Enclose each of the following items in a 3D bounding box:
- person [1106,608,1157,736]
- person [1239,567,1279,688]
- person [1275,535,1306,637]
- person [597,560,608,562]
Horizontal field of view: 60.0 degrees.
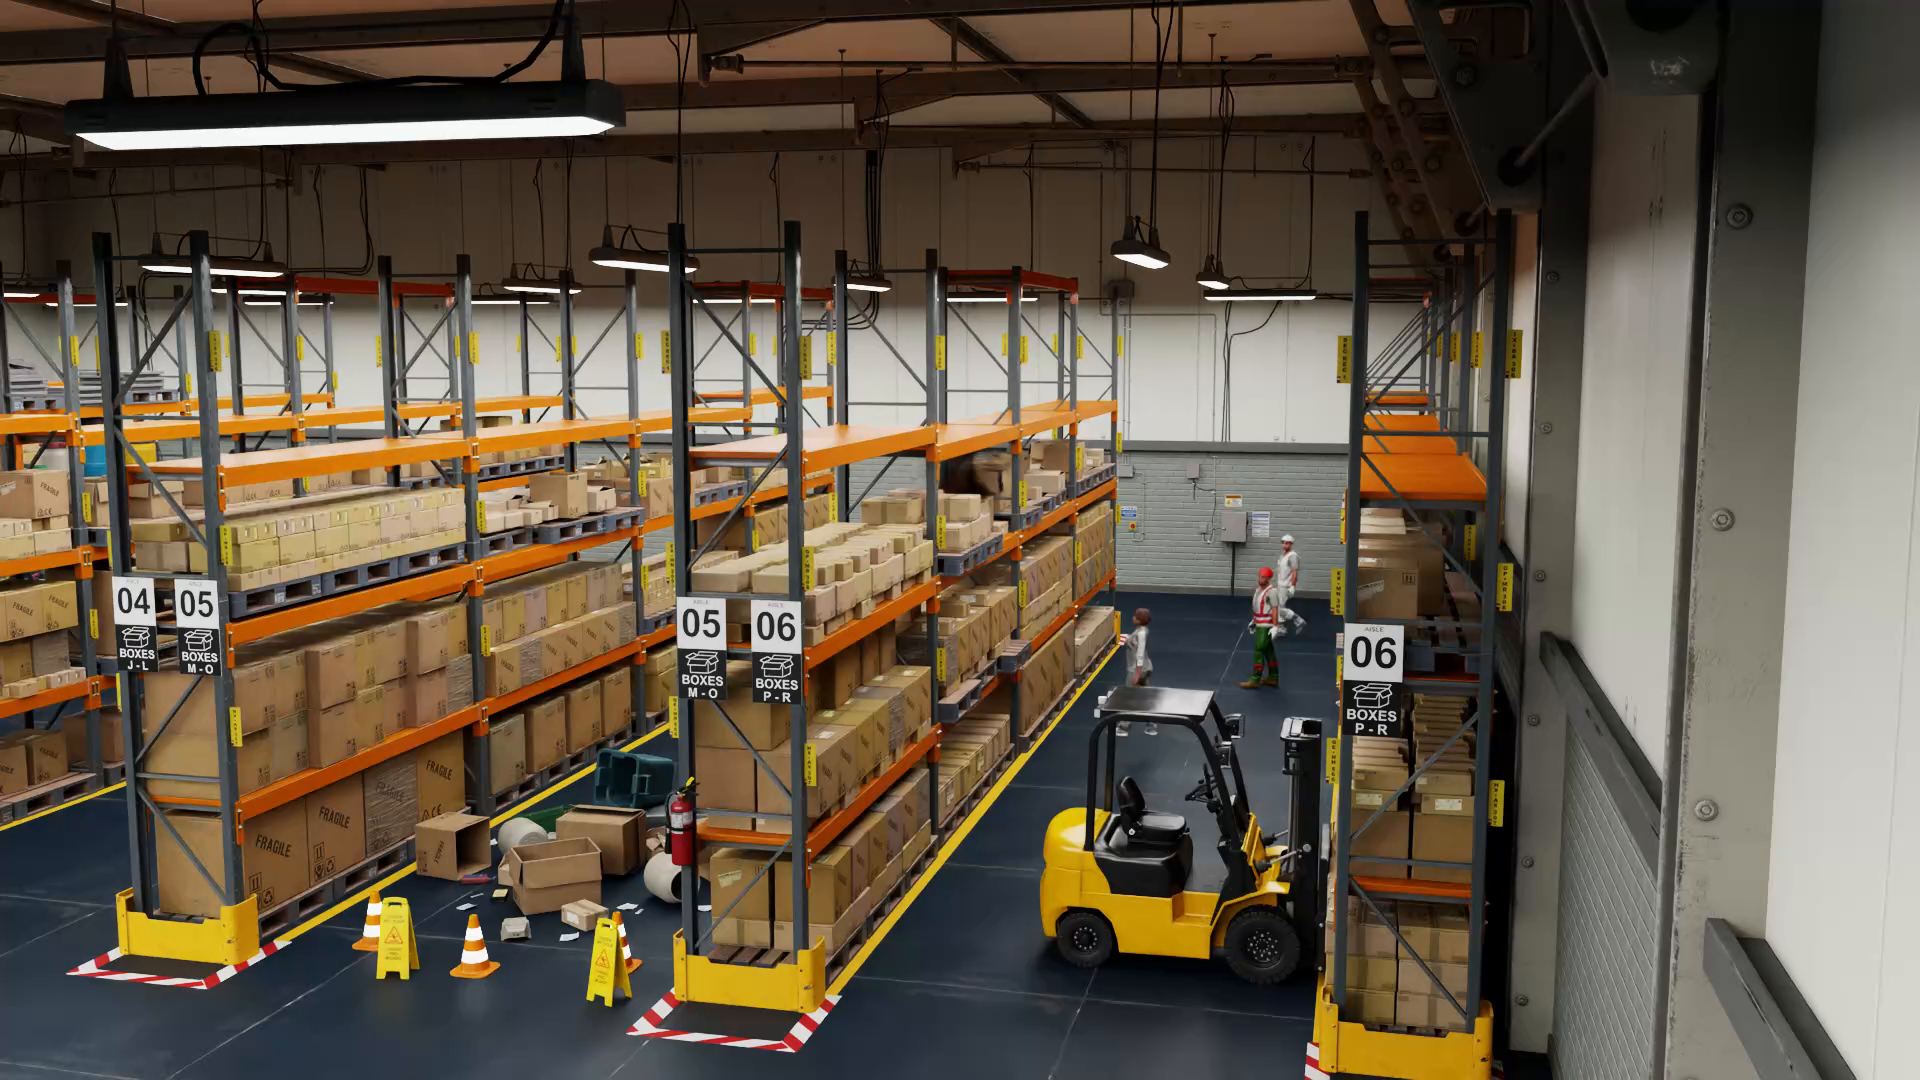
[{"bbox_3d":[2.137,1.617,20.371,0.582,1.567,0.456,4,8,29],"label":"person"},{"bbox_3d":[4.437,1.283,24.679,0.633,1.777,0.575,0,7,1],"label":"person"},{"bbox_3d":[5.654,0.794,28.596,0.632,1.774,0.518,2,7,12],"label":"person"},{"bbox_3d":[-5.693,1.122,26.198,0.626,1.641,1.028,2,7,14],"label":"person"}]
